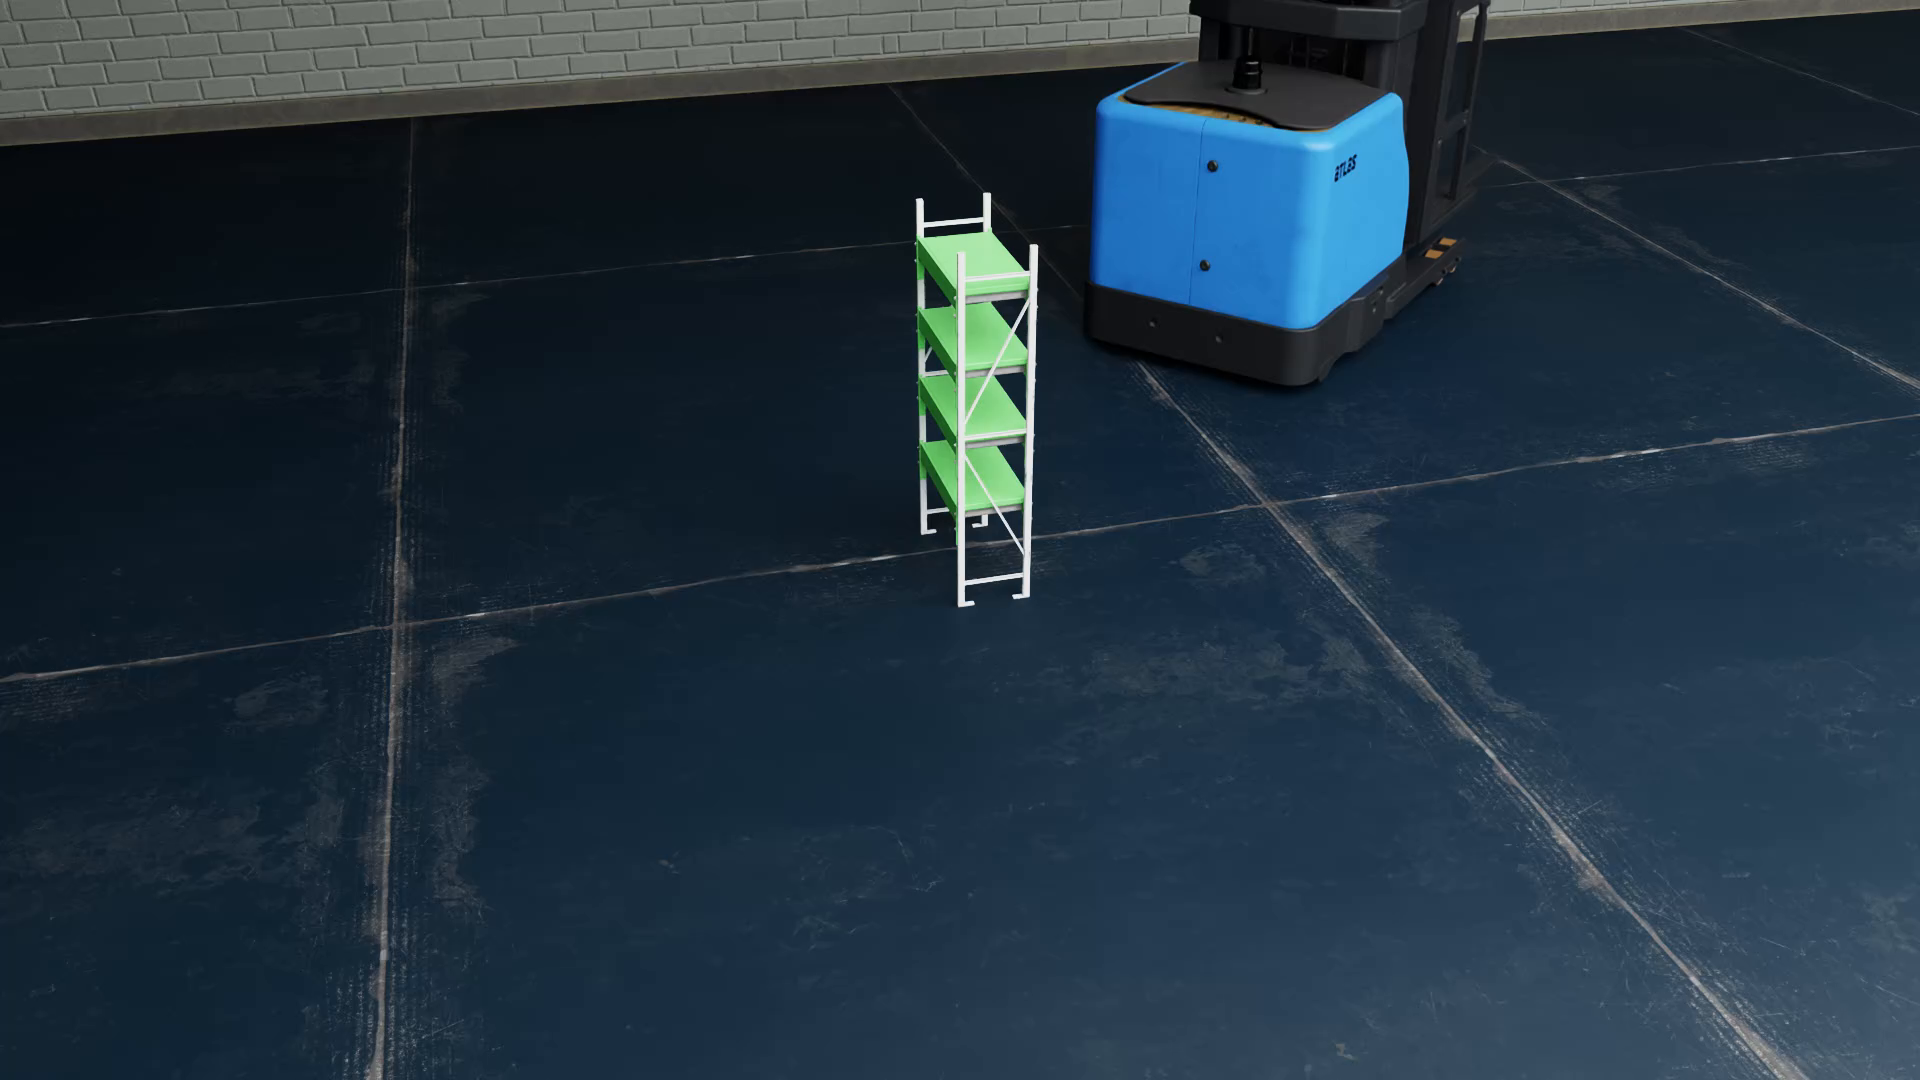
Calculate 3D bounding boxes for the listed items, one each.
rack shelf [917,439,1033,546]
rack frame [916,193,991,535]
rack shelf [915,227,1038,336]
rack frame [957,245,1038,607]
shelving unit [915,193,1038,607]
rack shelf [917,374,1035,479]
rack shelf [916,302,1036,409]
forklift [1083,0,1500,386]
[{"bbox_3d":[0.044,-0.176,5.464,0.258,0.148,0.480,-8,31,-13],"label":"rack shelf"},{"bbox_3d":[-0.021,-0.557,5.515,0.240,1.200,0.015,-8,31,-13],"label":"rack frame"},{"bbox_3d":[0.044,-0.799,5.103,0.258,0.148,0.480,-8,31,-13],"label":"rack shelf"},{"bbox_3d":[0.109,-0.321,5.108,0.240,1.200,0.015,-8,31,-13],"label":"rack frame"},{"bbox_3d":[0.044,-0.439,5.311,0.258,1.200,0.503,-8,31,-13],"label":"shelving unit"},{"bbox_3d":[0.044,-0.384,5.343,0.258,0.148,0.480,-8,31,-13],"label":"rack shelf"},{"bbox_3d":[0.044,-0.592,5.223,0.258,0.148,0.480,-8,31,-13],"label":"rack shelf"},{"bbox_3d":[1.758,-2.581,7.284,1.130,2.935,3.031,18,35,28],"label":"forklift"}]
